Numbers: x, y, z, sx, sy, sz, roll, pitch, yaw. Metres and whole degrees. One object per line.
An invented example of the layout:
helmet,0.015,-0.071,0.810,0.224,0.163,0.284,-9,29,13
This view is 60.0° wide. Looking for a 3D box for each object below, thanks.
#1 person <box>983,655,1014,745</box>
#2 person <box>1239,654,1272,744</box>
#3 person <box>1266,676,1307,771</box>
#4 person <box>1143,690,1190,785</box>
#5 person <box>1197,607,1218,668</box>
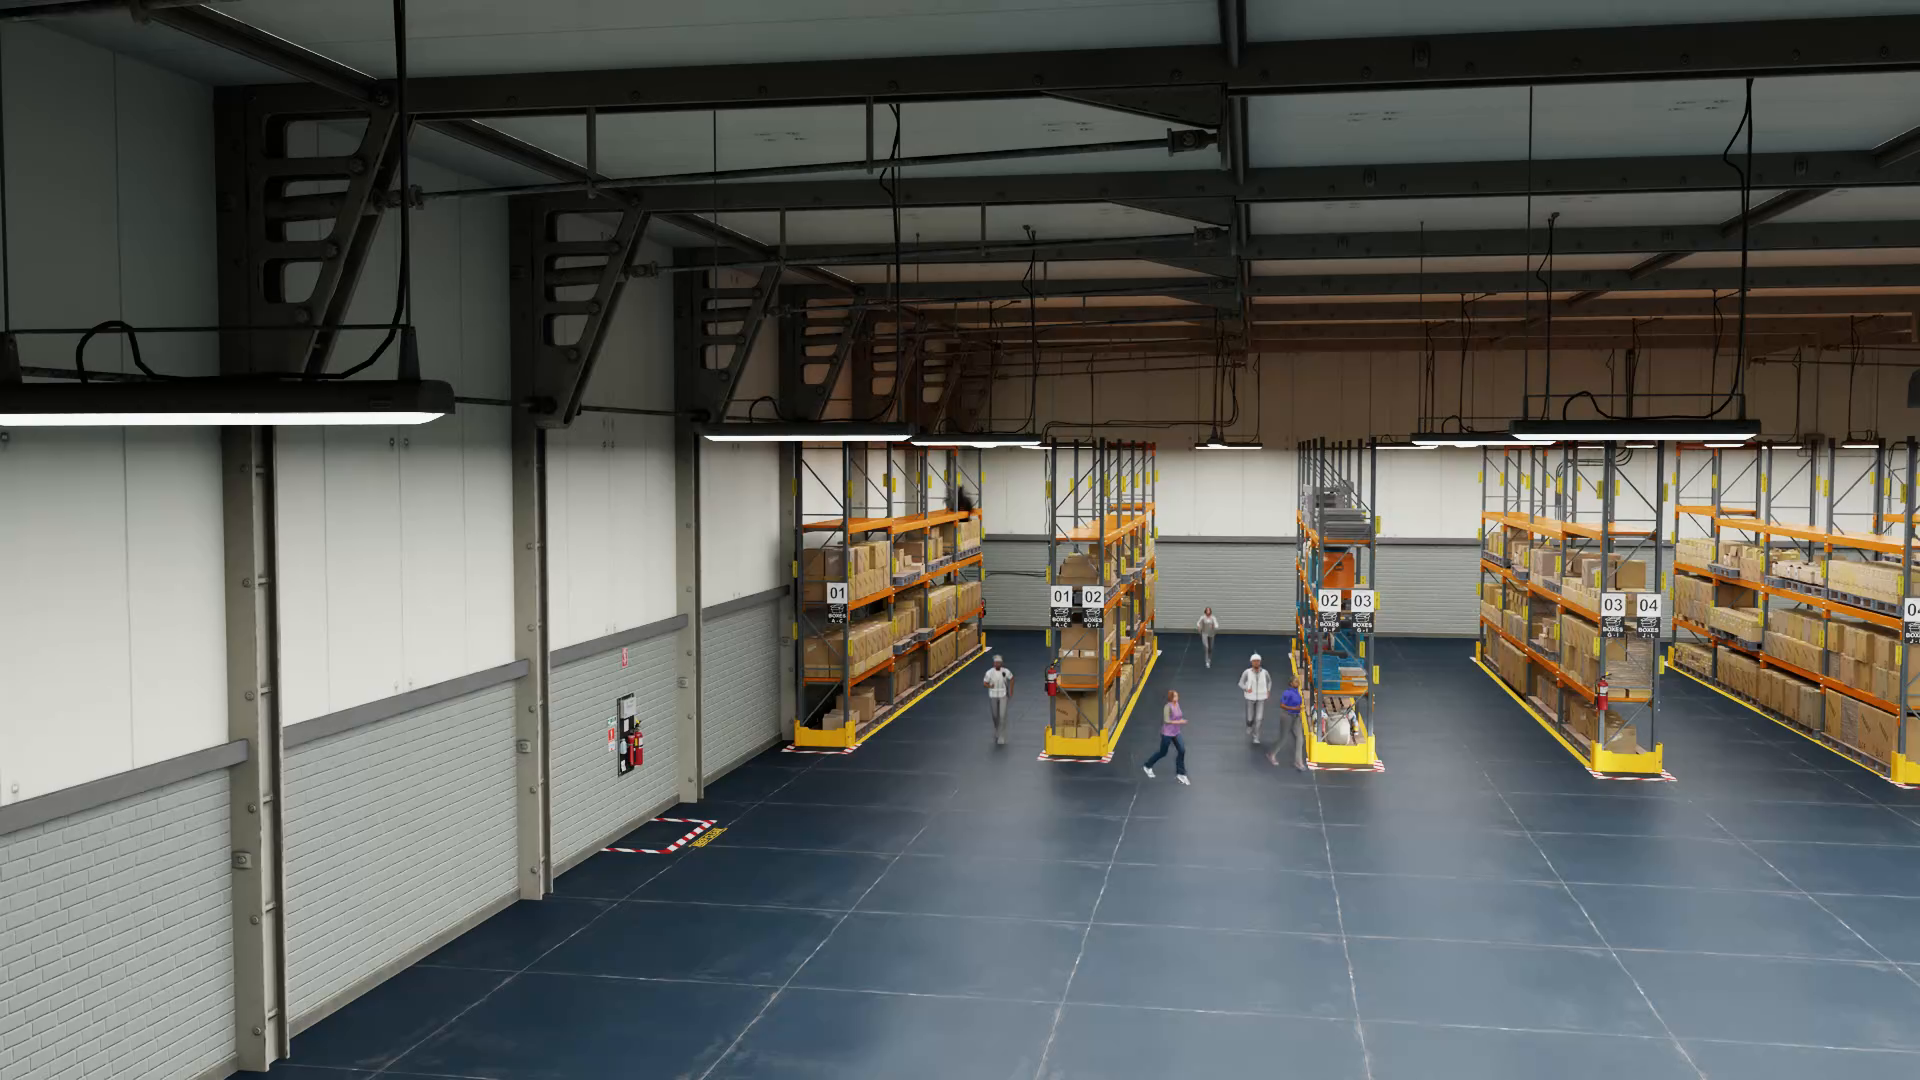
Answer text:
person,0.755,3.119,32.821,0.588,1.727,0.873,0,3,8
person,5.834,3.115,32.791,0.664,1.736,0.709,0,3,4
person,5.985,3.298,30.181,0.587,1.687,0.835,-3,4,-41
person,3.610,3.394,28.853,0.852,1.627,0.549,3,4,41
person,6.598,2.564,44.252,0.536,1.584,0.894,0,3,-1
